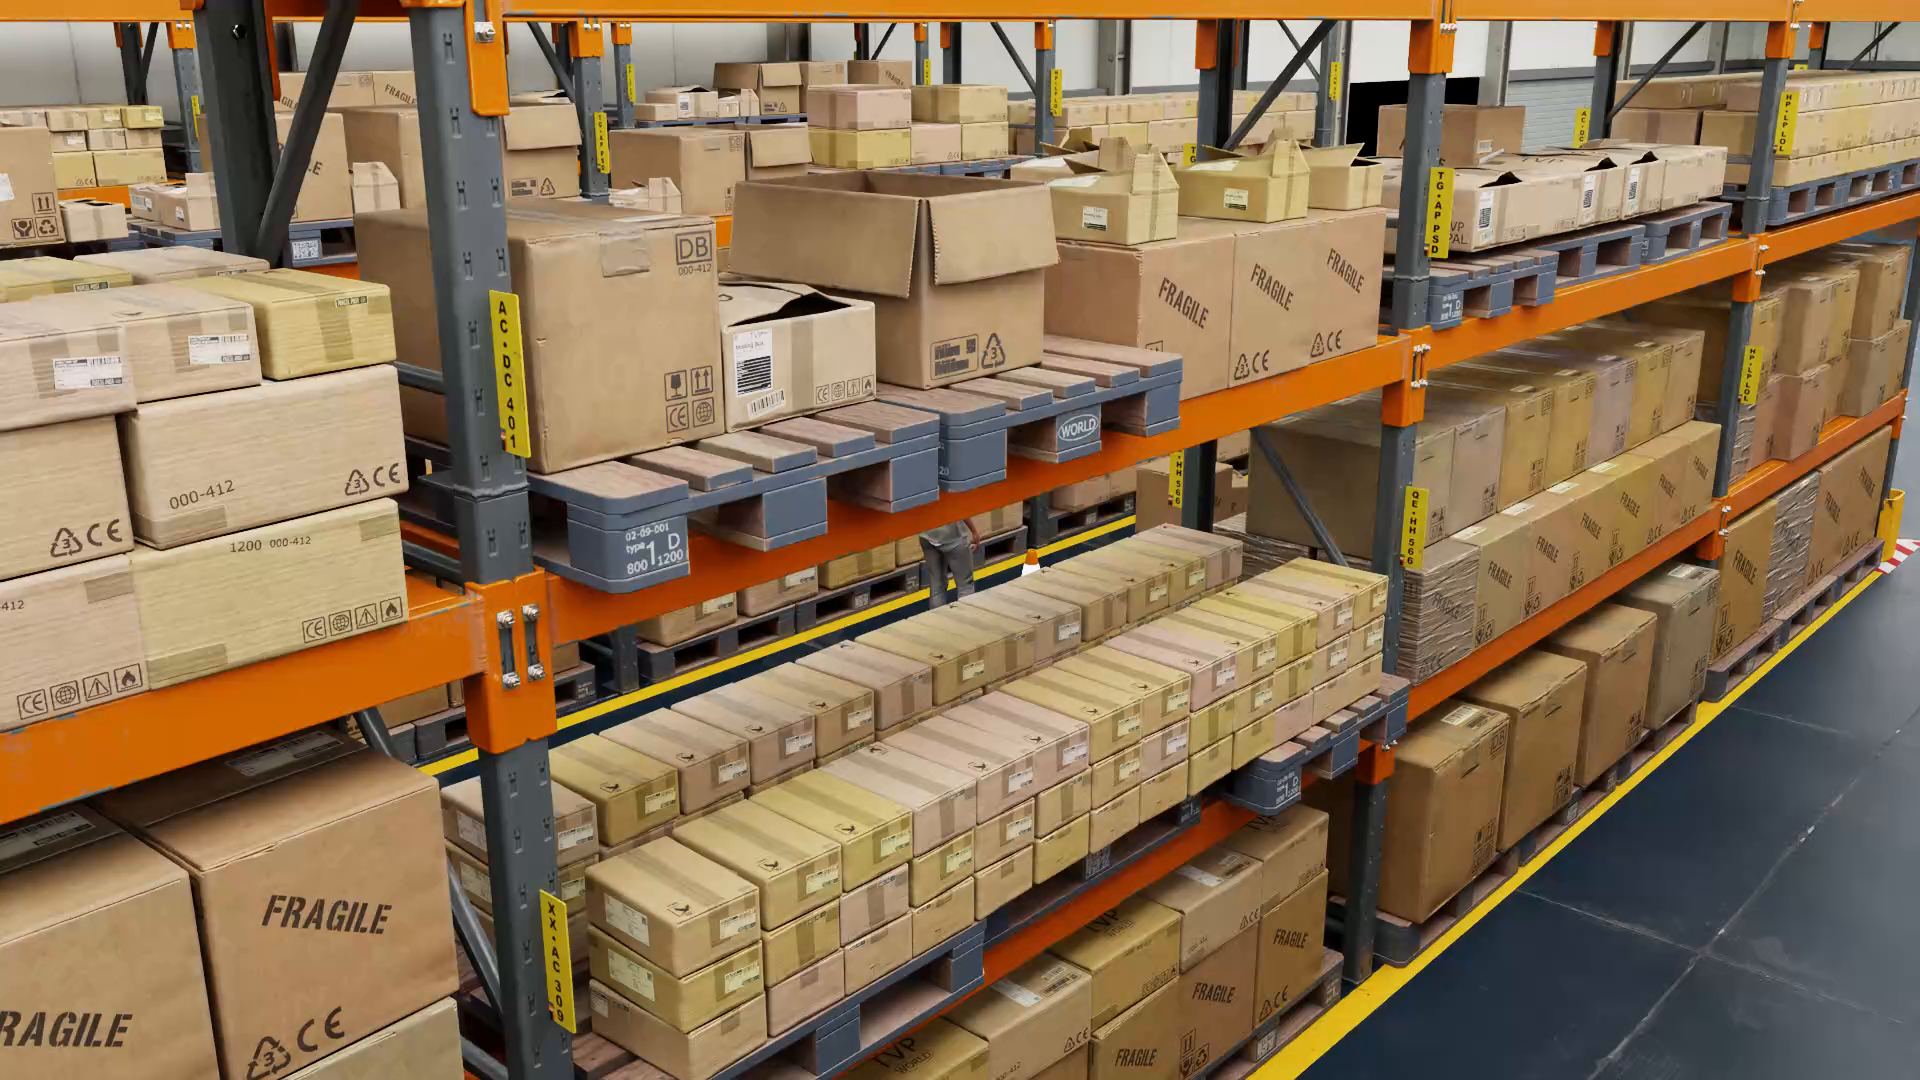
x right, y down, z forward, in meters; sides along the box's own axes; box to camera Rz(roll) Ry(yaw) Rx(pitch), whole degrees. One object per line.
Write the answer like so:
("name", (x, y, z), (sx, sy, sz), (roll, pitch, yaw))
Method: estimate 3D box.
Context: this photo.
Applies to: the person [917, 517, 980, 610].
("person", (-0.048, -0.045, 10.673), (0.520, 1.597, 0.475), (15, 23, 39))
